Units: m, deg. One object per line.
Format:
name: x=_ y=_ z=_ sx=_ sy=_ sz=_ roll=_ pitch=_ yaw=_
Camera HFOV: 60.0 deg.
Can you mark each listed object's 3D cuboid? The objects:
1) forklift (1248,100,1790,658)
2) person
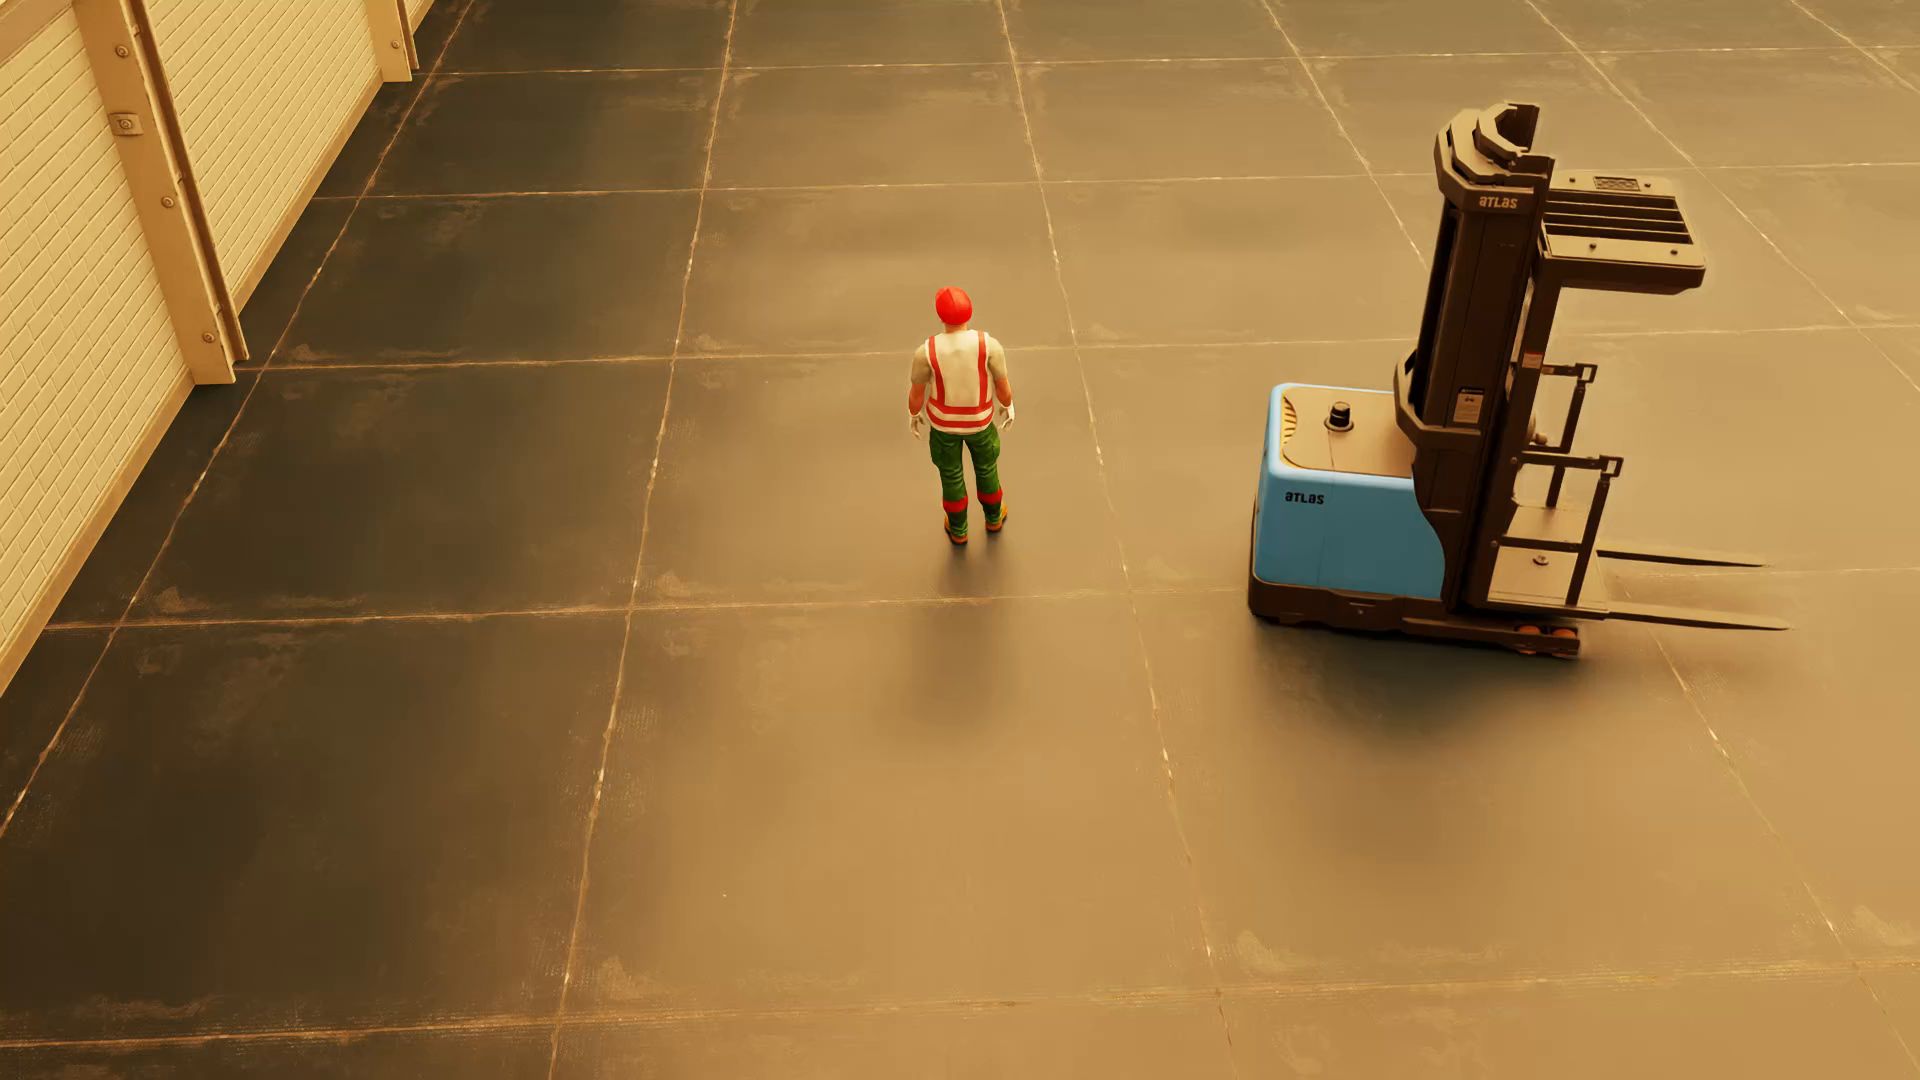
forklift: x=3.272 y=-0.846 z=9.172 sx=3.031 sy=2.935 sz=1.130 roll=6 pitch=36 yaw=8
person: x=0.008 y=-0.777 z=10.035 sx=0.637 sy=1.790 sz=0.562 roll=-2 pitch=36 yaw=-2
